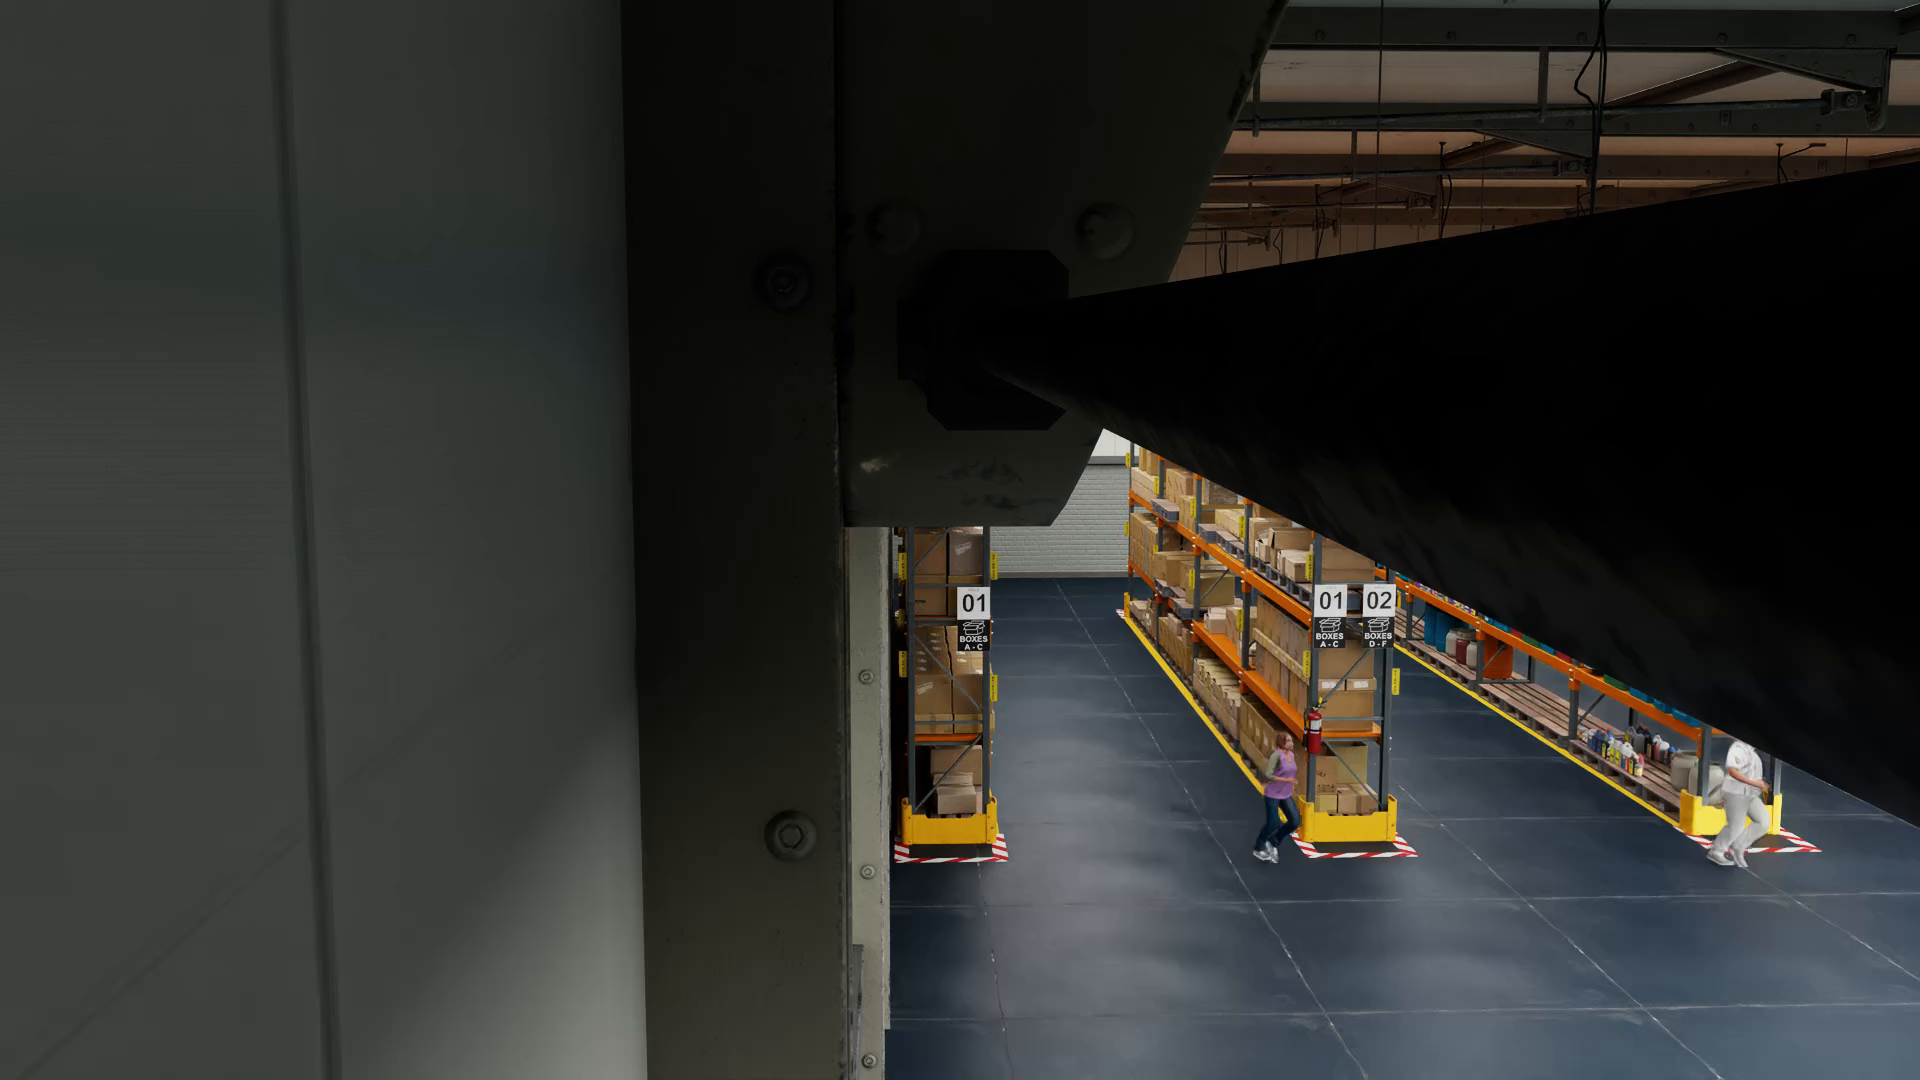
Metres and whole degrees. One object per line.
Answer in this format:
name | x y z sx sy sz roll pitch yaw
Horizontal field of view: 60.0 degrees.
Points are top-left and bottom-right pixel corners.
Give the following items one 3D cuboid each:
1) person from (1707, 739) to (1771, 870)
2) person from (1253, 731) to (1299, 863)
person | 9.220 2.975 19.540 0.712 1.768 0.639 -7 10 -44
person | 3.810 3.043 19.619 0.542 1.551 0.621 -5 9 -36
